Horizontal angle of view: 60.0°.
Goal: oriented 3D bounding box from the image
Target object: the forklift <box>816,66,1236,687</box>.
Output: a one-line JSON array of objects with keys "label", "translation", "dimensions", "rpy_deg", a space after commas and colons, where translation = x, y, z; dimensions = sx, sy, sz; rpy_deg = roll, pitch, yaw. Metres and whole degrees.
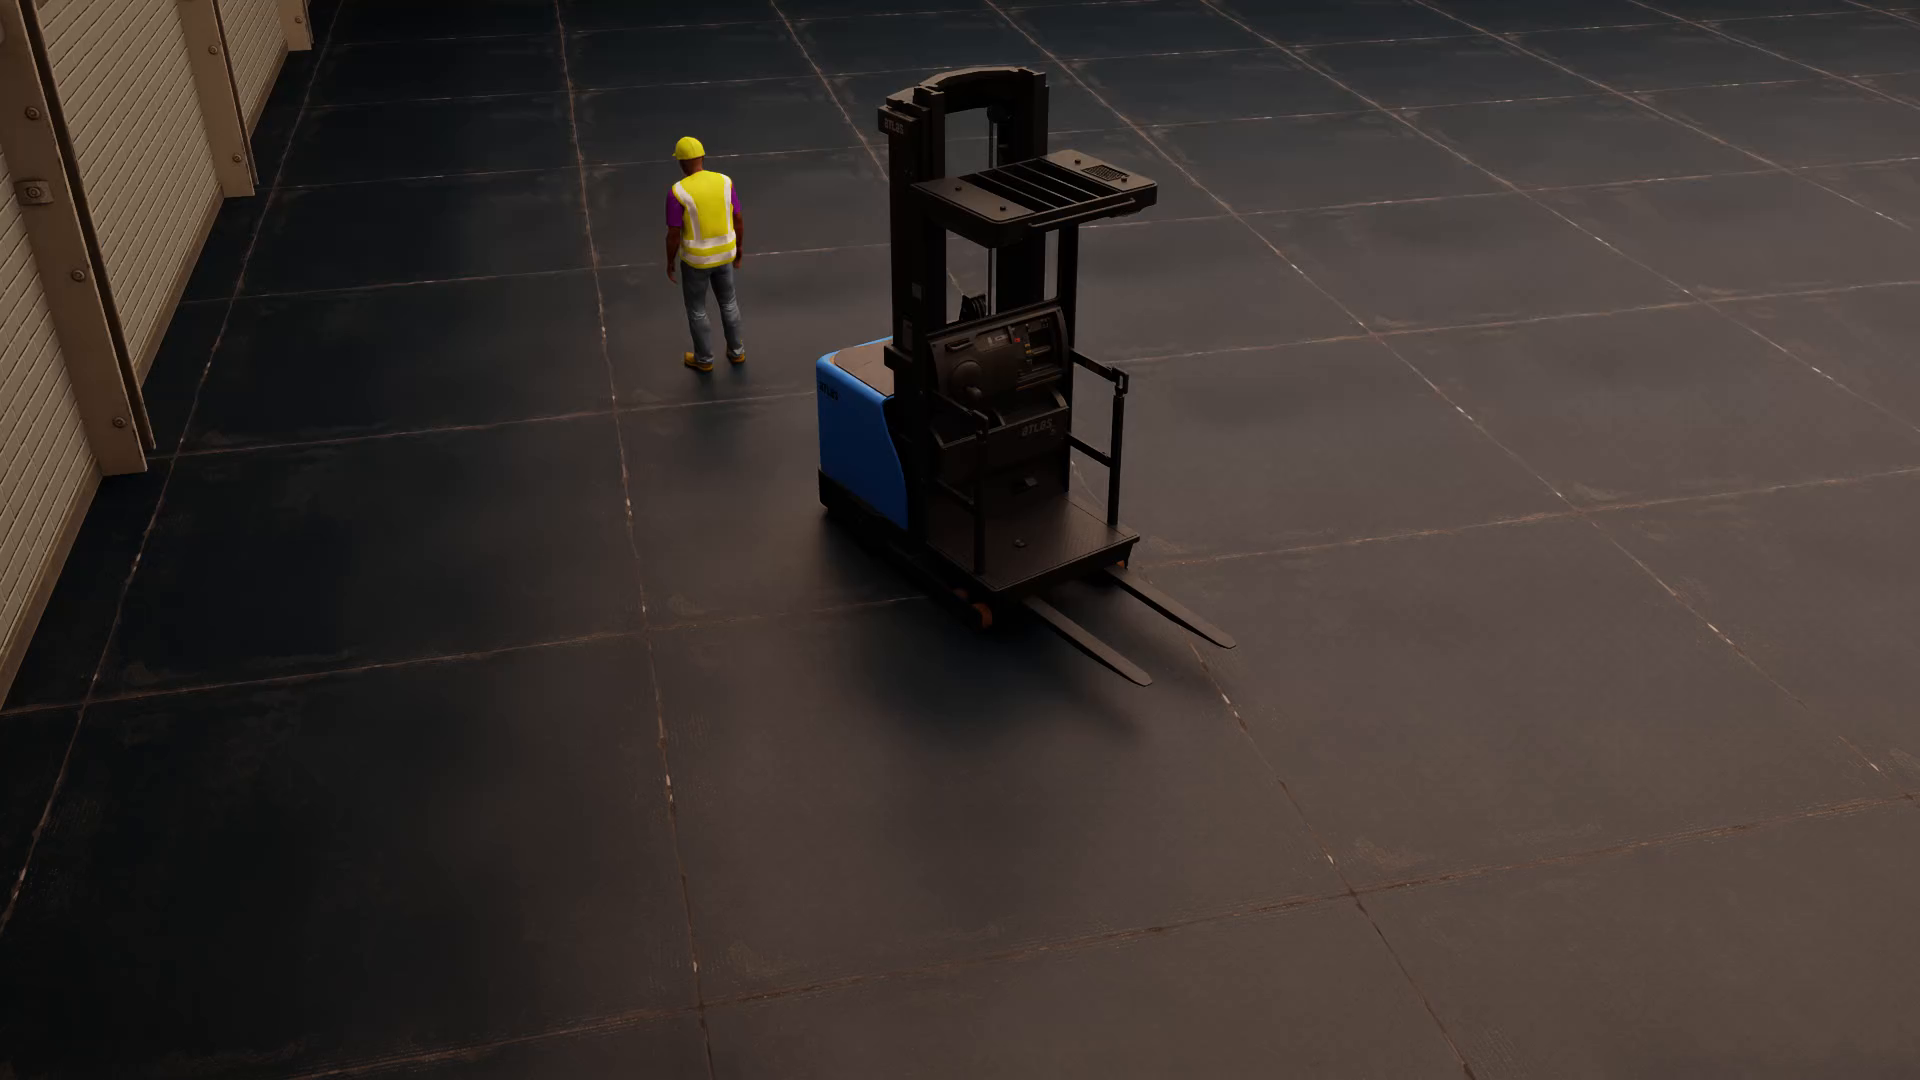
[{"label": "forklift", "translation": [0.355, -1.021, 9.338], "dimensions": [1.130, 2.935, 3.031], "rpy_deg": [-20, 35, -30]}]

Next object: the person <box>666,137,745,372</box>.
[{"label": "person", "translation": [-1.907, -2.134, 12.433], "dimensions": [0.633, 1.760, 0.463], "rpy_deg": [-19, 35, -29]}]
